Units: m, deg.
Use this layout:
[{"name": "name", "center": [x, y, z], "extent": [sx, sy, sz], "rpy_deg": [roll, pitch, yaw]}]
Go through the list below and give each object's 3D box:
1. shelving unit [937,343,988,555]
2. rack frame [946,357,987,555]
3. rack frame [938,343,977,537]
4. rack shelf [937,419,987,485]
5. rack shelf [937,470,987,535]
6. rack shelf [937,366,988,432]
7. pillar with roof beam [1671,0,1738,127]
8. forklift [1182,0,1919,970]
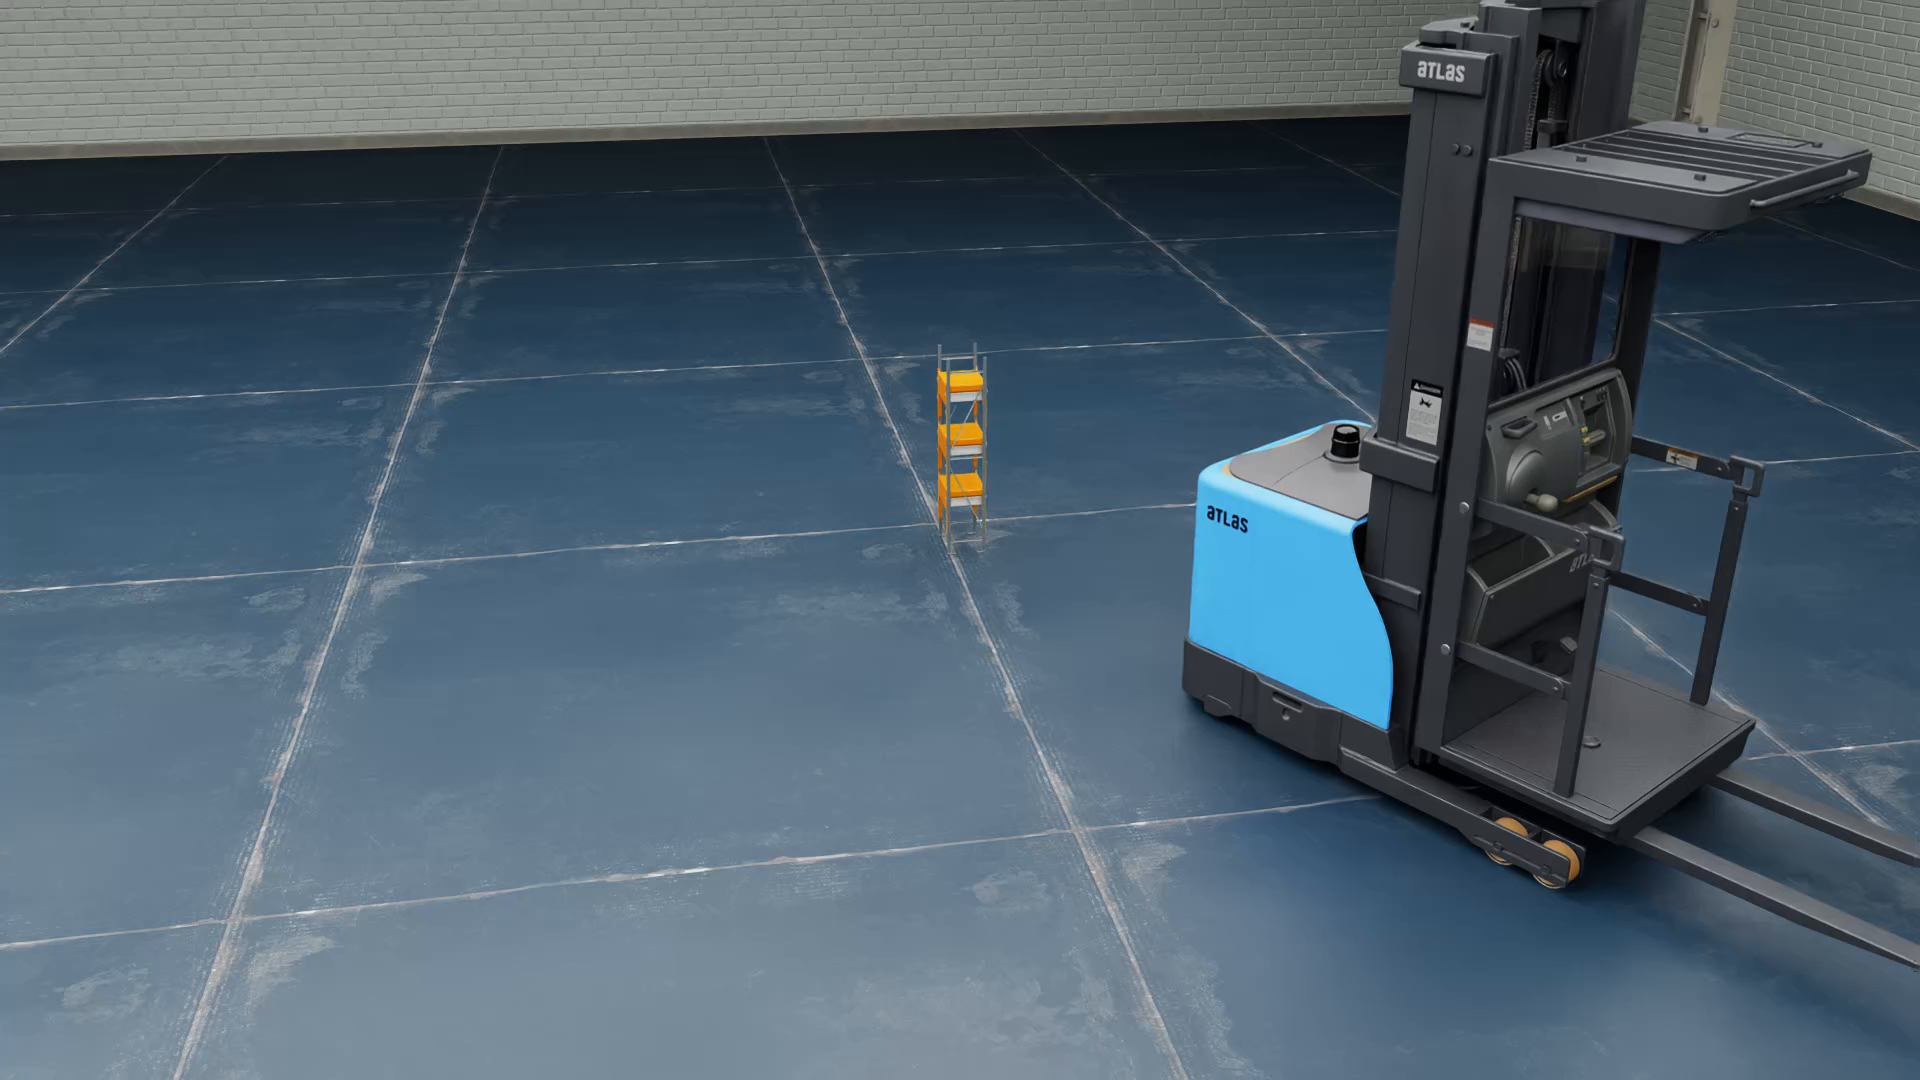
[{"name": "shelving unit", "center": [0.010, -0.460, 8.492], "extent": [0.215, 1.050, 0.252], "rpy_deg": [-4, 24, -10]}, {"name": "rack frame", "center": [0.032, -0.412, 8.382], "extent": [0.200, 1.050, 0.008], "rpy_deg": [-4, 24, -10]}, {"name": "rack frame", "center": [-0.013, -0.508, 8.602], "extent": [0.200, 1.050, 0.008], "rpy_deg": [-4, 24, -10]}, {"name": "rack shelf", "center": [0.010, -0.450, 8.496], "extent": [0.215, 0.259, 0.240], "rpy_deg": [-4, 24, -10]}, {"name": "rack shelf", "center": [0.010, -0.196, 8.607], "extent": [0.215, 0.259, 0.240], "rpy_deg": [-4, 24, -10]}, {"name": "rack shelf", "center": [0.010, -0.710, 8.382], "extent": [0.215, 0.259, 0.240], "rpy_deg": [-4, 24, -10]}, {"name": "pillar with roof beam", "center": [3.991, -8.187, 16.253], "extent": [9.100, 9.000, 0.400], "rpy_deg": [-4, 24, -10]}, {"name": "forklift", "center": [2.303, -0.334, 5.854], "extent": [1.130, 2.935, 3.031], "rpy_deg": [-19, 30, -37]}]
